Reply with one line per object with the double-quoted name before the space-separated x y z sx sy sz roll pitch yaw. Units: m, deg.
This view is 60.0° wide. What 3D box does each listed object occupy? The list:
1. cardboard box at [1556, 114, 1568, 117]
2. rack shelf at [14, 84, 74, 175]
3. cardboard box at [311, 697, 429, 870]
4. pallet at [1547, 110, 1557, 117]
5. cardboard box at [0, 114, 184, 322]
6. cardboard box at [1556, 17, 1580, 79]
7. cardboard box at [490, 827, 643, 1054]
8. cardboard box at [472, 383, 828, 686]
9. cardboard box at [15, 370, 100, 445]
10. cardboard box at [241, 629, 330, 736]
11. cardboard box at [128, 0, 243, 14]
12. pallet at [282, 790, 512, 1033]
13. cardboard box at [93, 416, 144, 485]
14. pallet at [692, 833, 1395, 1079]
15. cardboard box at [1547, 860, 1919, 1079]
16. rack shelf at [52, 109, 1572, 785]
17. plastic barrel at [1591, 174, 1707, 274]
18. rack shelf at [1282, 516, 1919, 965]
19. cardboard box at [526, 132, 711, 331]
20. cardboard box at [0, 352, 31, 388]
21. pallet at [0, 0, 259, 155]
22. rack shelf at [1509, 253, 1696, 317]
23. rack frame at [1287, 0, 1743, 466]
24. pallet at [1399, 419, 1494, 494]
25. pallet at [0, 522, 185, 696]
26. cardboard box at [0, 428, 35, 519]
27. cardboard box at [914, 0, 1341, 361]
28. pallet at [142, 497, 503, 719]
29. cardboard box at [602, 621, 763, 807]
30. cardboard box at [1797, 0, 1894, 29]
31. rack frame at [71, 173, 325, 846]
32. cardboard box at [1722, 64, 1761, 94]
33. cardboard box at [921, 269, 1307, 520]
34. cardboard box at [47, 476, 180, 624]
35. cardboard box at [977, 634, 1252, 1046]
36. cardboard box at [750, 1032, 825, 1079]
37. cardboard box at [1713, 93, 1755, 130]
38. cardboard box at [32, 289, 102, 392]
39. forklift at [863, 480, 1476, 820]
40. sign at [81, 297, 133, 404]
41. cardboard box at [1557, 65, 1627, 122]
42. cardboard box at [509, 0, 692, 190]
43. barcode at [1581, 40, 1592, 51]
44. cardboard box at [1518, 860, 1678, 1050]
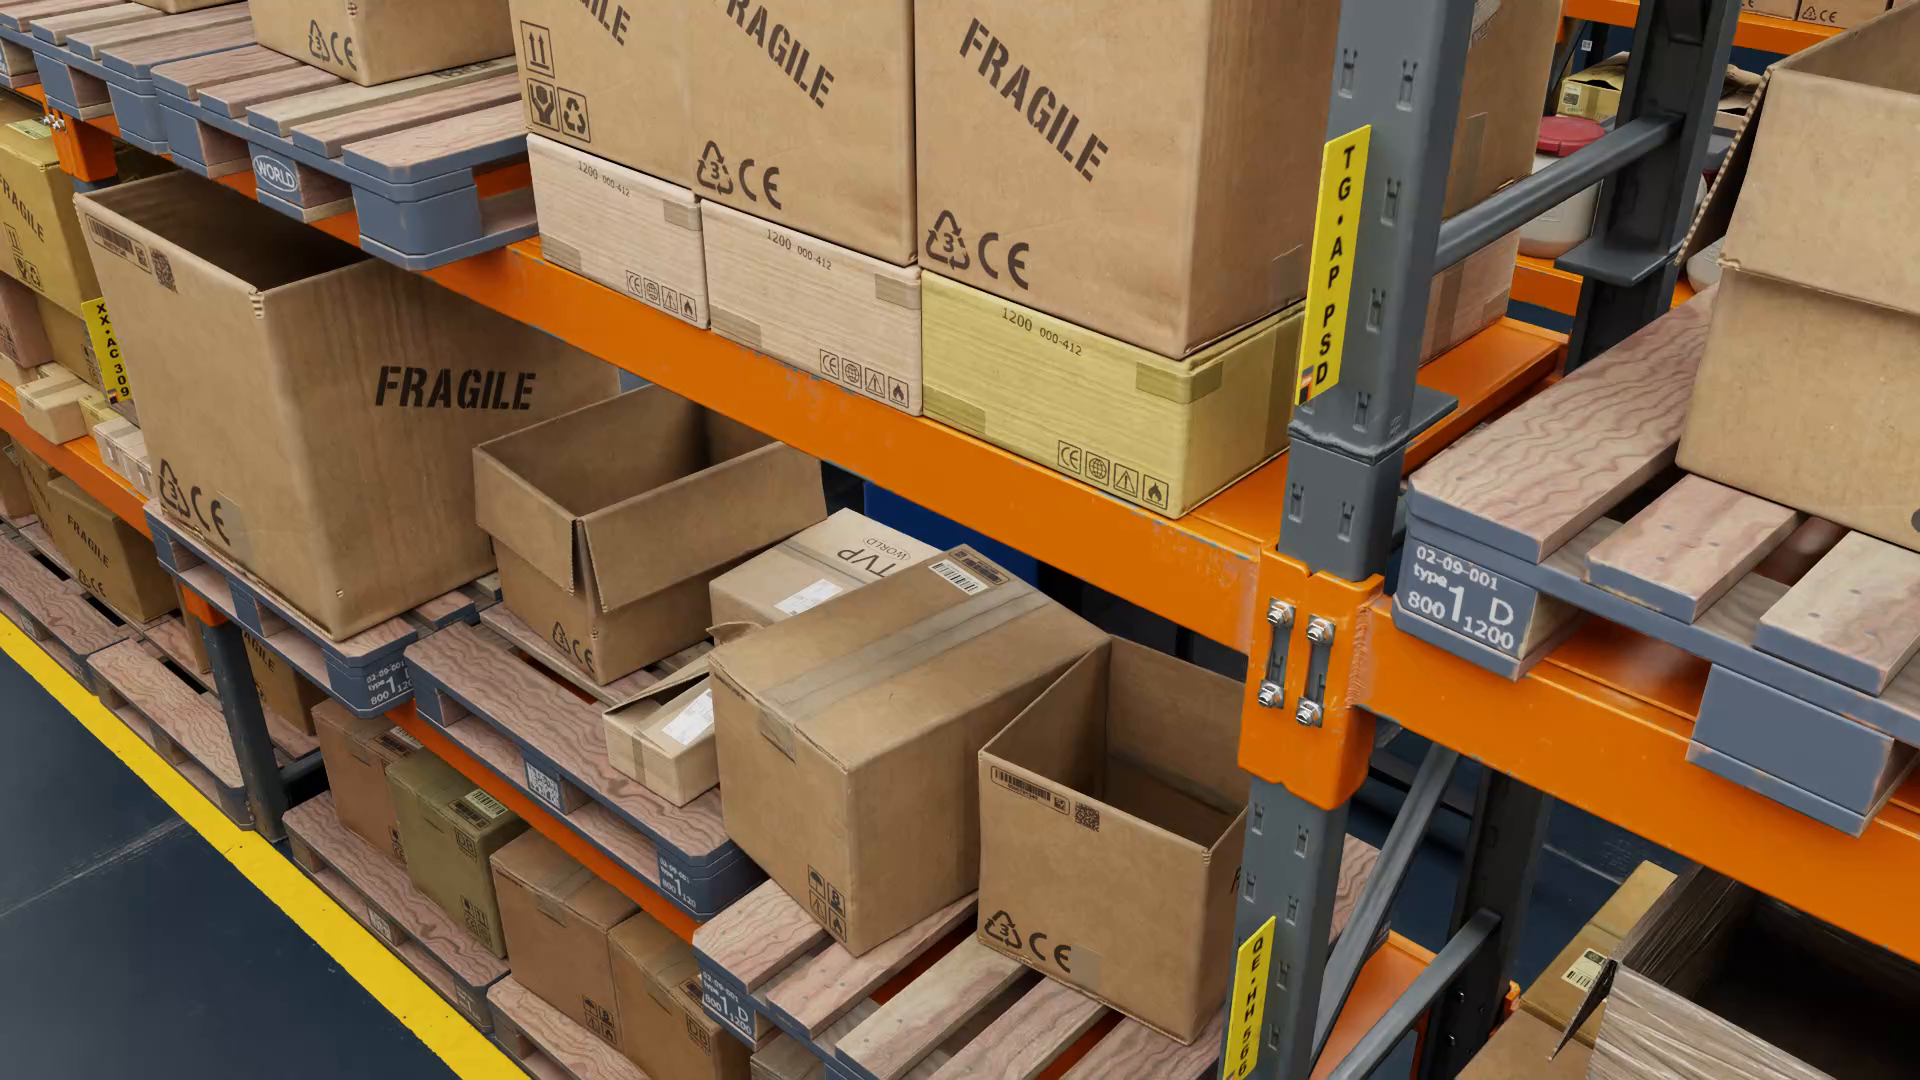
"cardboard box" 4.624 -2.959 12.016 0.500 0.250 0.500 24 38 34
"rack shelf" -3.642 -2.074 6.075 4.000 0.370 1.077 25 39 35
"cardboard box" -1.718 0.699 5.678 0.500 0.500 0.700 22 37 32
"pallet" 3.929 -3.288 13.007 1.213 0.211 1.003 25 39 35
"cardboard box" -2.678 -1.054 5.237 0.500 0.500 0.500 25 39 35
"cardboard box" 4.357 -3.795 12.677 0.500 0.500 0.500 25 39 35
"cardboard box" -0.962 1.064 5.071 0.500 0.500 0.700 21 37 31
"cardboard box" -0.812 -0.064 4.441 0.797 0.503 0.637 -25 39 -35
"cardboard box" -3.100 -0.502 5.920 0.250 0.149 0.380 25 39 35
"cardboard box" -2.429 0.333 6.305 0.500 0.500 0.500 24 38 34
"cardboard box" -1.877 -1.713 4.272 0.637 0.503 0.797 23 38 33
"pallet" -1.581 1.059 5.786 1.213 0.211 1.003 25 39 35
"cardboard box" -2.695 -0.349 5.665 0.250 0.149 0.380 25 39 35
"pallet" 0.207 0.856 3.606 1.003 0.211 1.213 25 39 35
"cardboard box" 1.338 0.766 2.499 0.637 0.503 0.797 27 40 37
"rack shelf" -0.676 -0.689 3.776 4.000 0.370 1.077 25 39 35
"plastic barrel" 2.912 -1.382 7.029 0.421 0.512 0.421 0 31 0
"rack shelf" 2.289 0.695 1.476 4.000 0.370 1.077 25 39 35
"cardboard box" -0.458 -0.653 3.164 0.500 0.250 0.500 26 40 36
"cardboard box" -3.409 -0.711 6.265 0.250 0.149 0.380 25 39 35
"pallet" -1.773 -1.355 4.366 1.003 0.211 1.213 25 39 35
"rack shelf" 2.647 -1.298 7.696 4.000 0.370 1.077 25 39 35
"rack frame" 0.806 -1.590 1.667 0.127 3.000 1.000 25 39 35
"pallet" 2.681 -0.425 8.251 1.213 0.211 1.003 25 39 35
"pallet" -3.590 0.149 7.298 1.213 0.211 1.003 25 39 35
"cardboard box" -4.207 -0.482 7.658 0.500 0.500 0.500 -18 36 -28
"cardboard box" 0.285 -0.632 2.401 0.500 0.500 0.500 26 40 36
"pallet" -1.690 -0.002 5.031 1.213 0.211 1.003 25 39 35
"cardboard box" -0.611 0.384 3.928 0.258 0.266 0.396 24 38 34
"cardboard box" 5.811 -3.607 10.736 0.500 0.500 0.500 25 39 35
"rack frame" -2.159 -0.405 5.514 0.127 3.000 1.000 25 39 35
"cardboard box" 5.374 -3.225 11.915 0.500 0.311 0.500 26 40 36
"cardboard box" 0.289 -0.312 2.597 0.500 0.250 0.500 25 39 35
"cardboard box" -3.372 -0.047 6.937 0.500 0.500 0.500 21 37 31
"cardboard box" 0.379 0.585 3.365 0.500 0.500 0.500 20 36 29
"cardboard box" -0.124 1.451 4.429 0.500 0.500 0.700 21 37 31
"cardboard box" 5.382 -2.841 11.277 0.500 0.311 0.500 24 38 34
"cardboard box" -2.798 -0.941 6.019 0.500 0.500 0.875 25 39 35
"forklift" 0.981 -0.741 6.140 3.031 2.935 1.130 26 40 36
"sign" -2.518 -0.565 4.941 0.005 0.325 0.100 25 39 35
"cardboard box" 4.630 -3.195 11.865 0.500 0.311 0.500 25 39 35
"cardboard box" -0.459 -0.982 2.983 0.500 0.500 0.500 26 40 36
"barcode" 4.401 -3.473 11.677 0.075 0.075 0.001 25 39 35
"cardboard box" 1.339 1.013 3.062 0.500 0.500 0.500 26 40 36
